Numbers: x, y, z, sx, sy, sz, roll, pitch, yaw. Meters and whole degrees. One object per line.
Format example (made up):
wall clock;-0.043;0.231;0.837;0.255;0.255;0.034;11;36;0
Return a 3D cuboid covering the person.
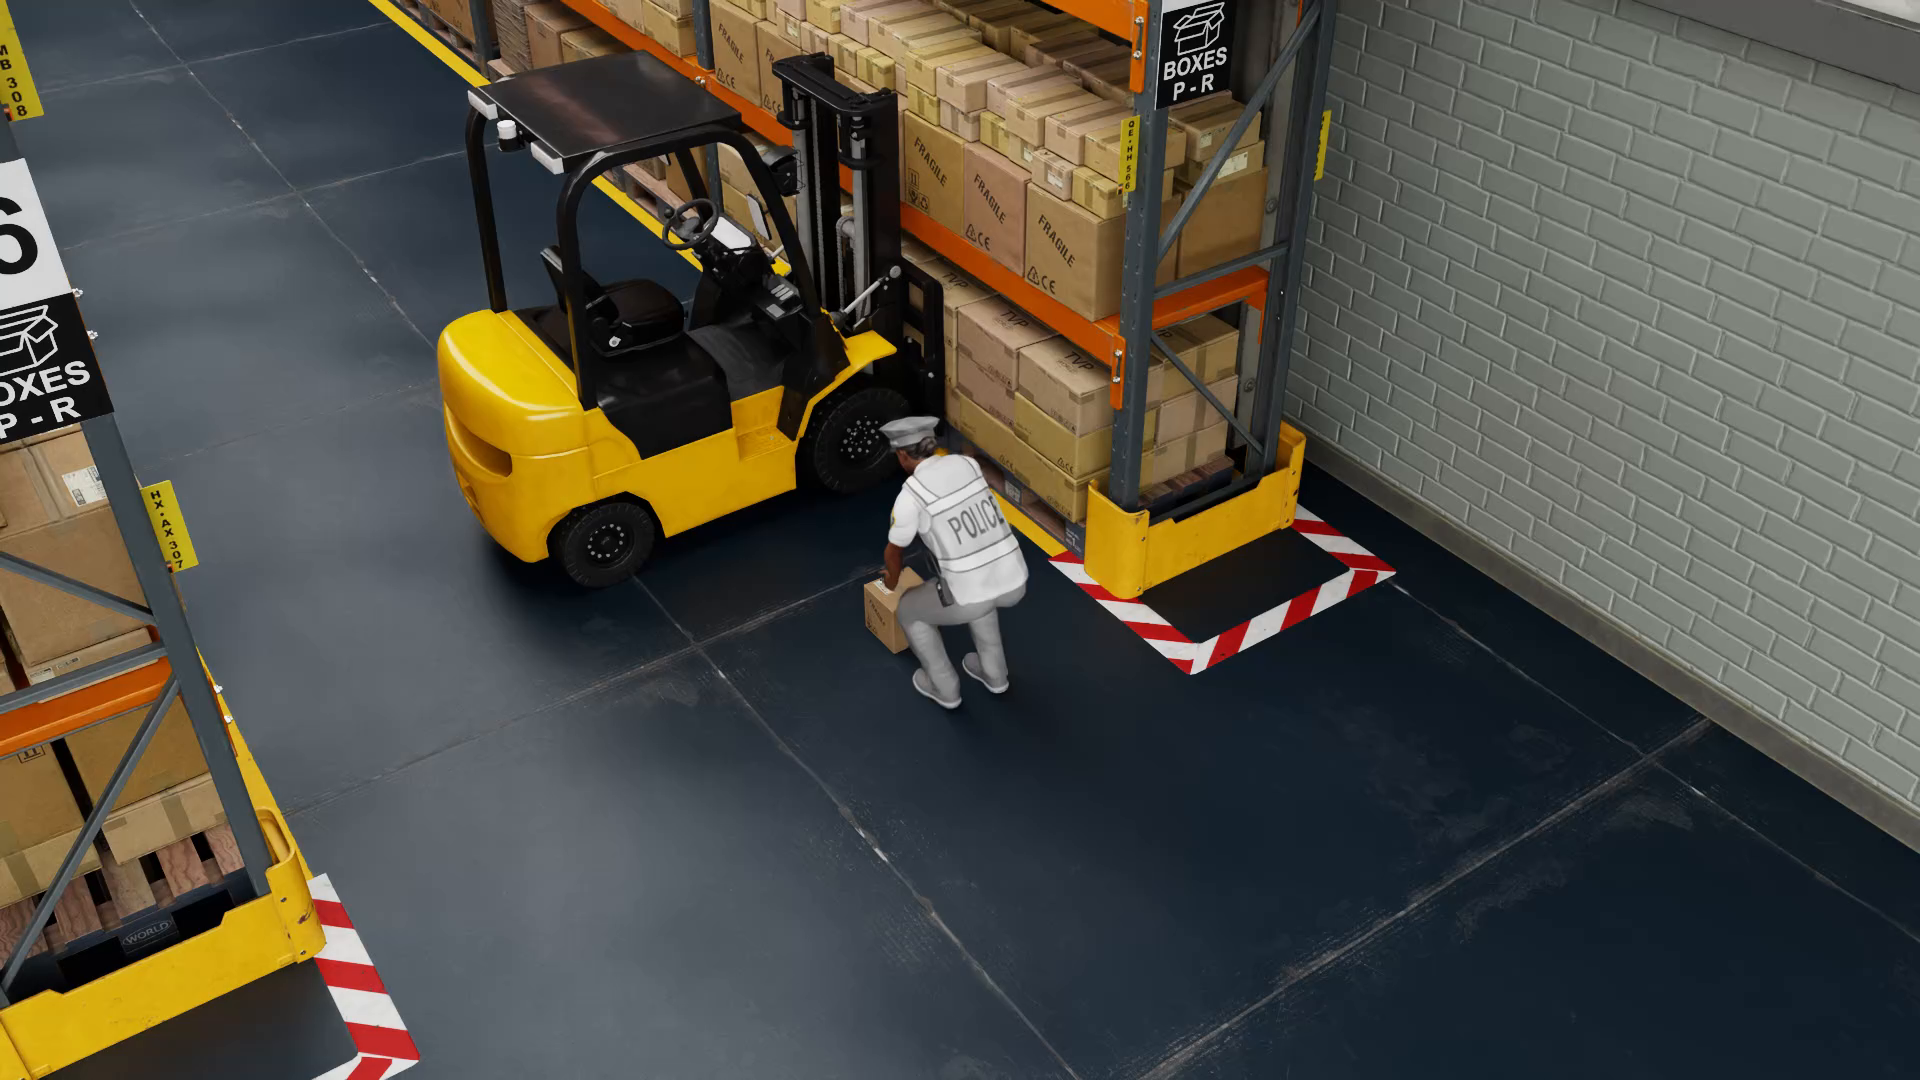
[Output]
person;-0.060;0.130;7.156;0.496;1.277;0.755;-23;42;-27
